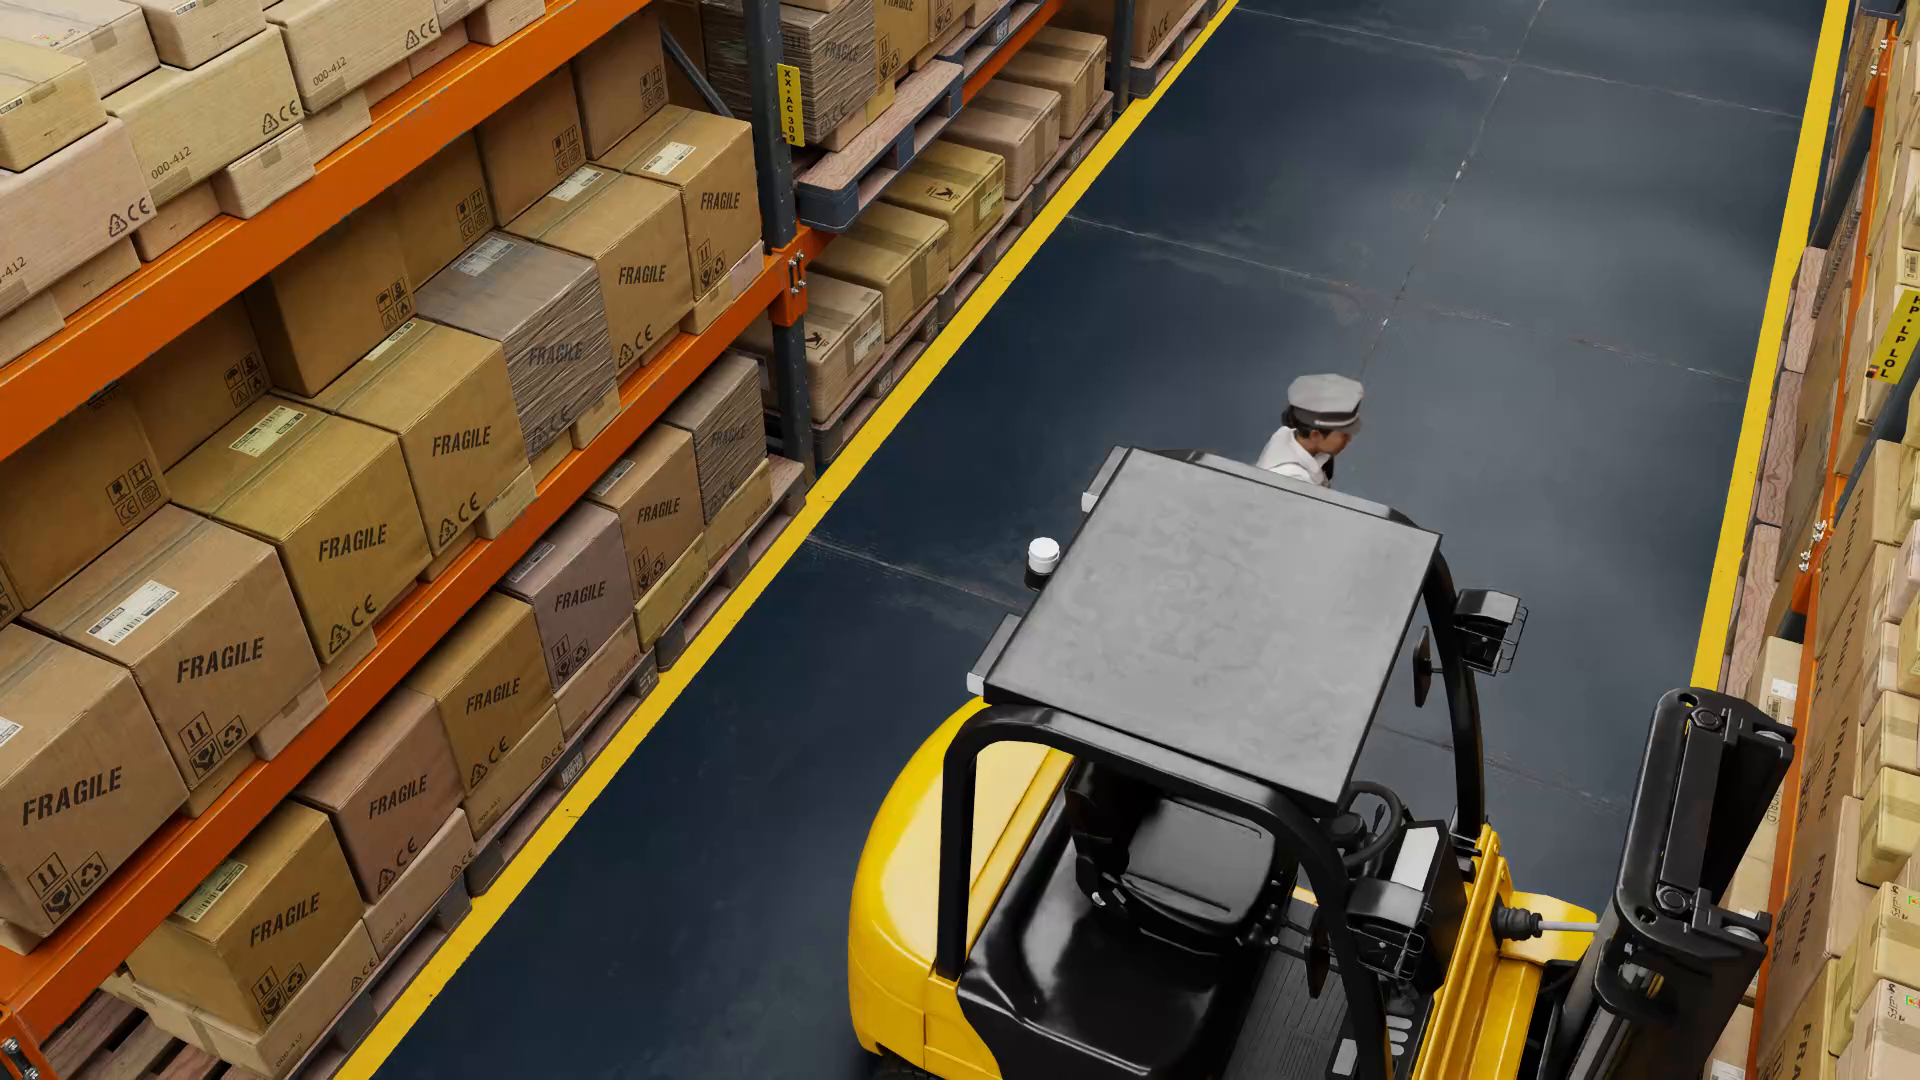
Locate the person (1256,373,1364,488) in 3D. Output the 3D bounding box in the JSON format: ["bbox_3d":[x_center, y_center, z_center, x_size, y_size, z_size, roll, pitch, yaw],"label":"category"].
[{"bbox_3d":[1.155,0.111,6.036,0.375,1.661,0.532,15,44,16],"label":"person"}]
